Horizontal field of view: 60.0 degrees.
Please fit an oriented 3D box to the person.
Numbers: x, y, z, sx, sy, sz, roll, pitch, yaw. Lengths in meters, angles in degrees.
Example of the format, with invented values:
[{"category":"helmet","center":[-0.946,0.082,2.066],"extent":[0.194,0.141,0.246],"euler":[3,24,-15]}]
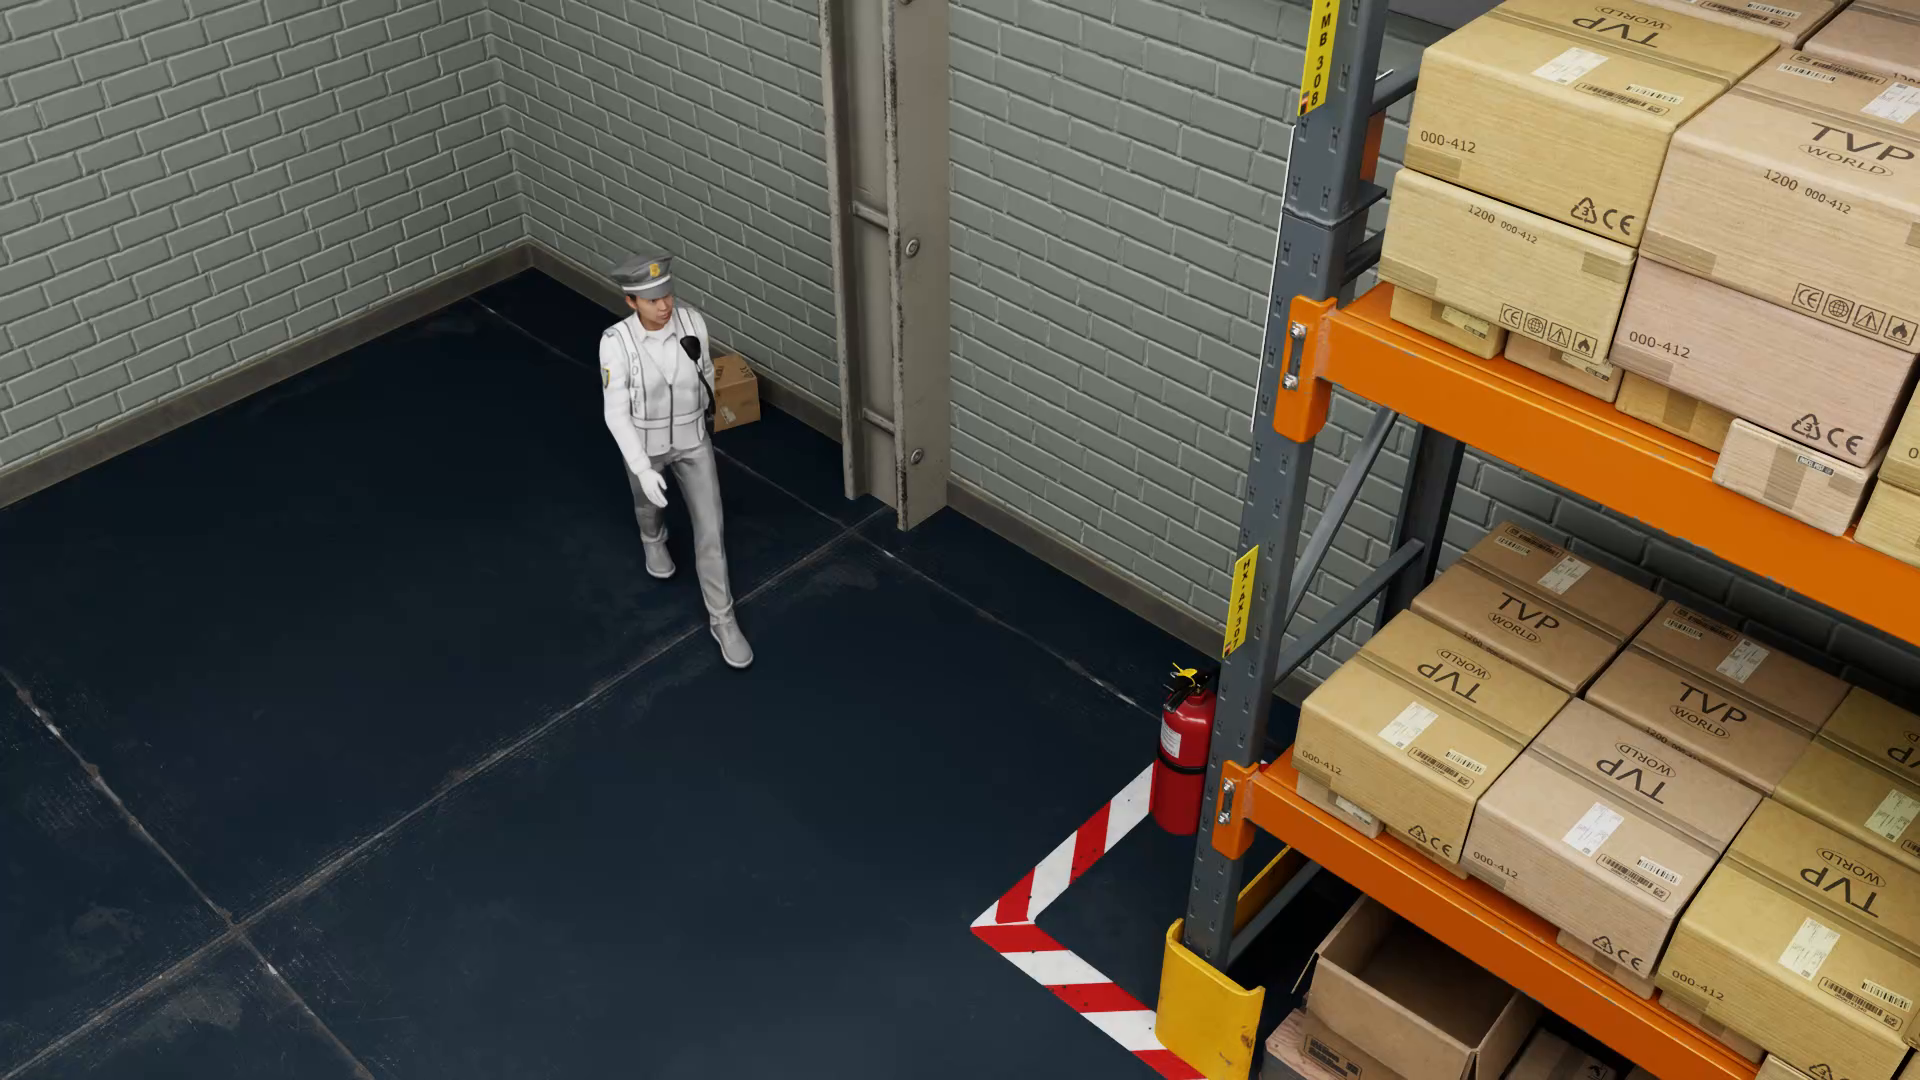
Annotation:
[{"category":"person","center":[-1.125,-0.357,6.542],"extent":[0.489,1.635,0.956],"euler":[-15,42,-17]}]
